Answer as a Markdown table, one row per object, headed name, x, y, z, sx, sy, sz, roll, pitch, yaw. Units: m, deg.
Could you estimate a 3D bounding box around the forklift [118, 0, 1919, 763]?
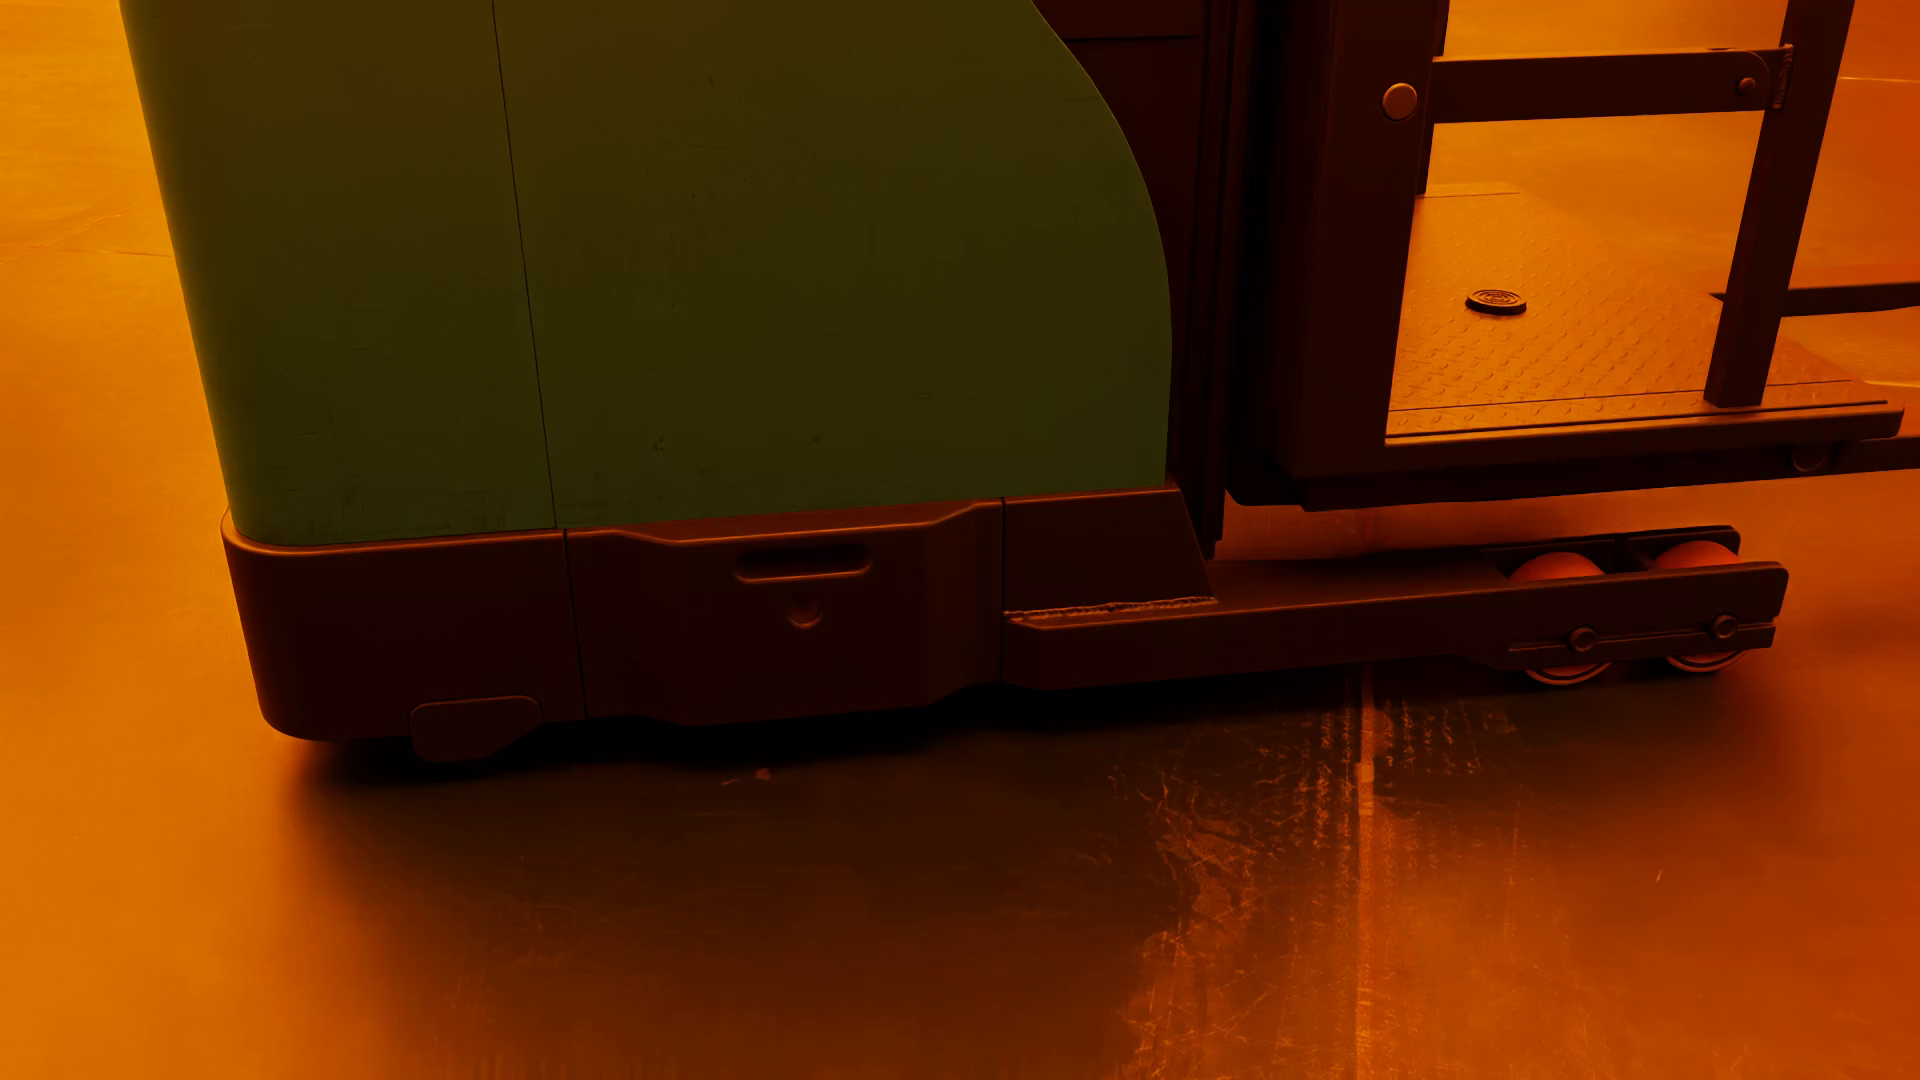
| name | x | y | z | sx | sy | sz | roll | pitch | yaw |
| --- | --- | --- | --- | --- | --- | --- | --- | --- | --- |
| forklift | 0.600 | -1.354 | 1.930 | 3.031 | 2.935 | 1.130 | -4 | 27 | -9 |
